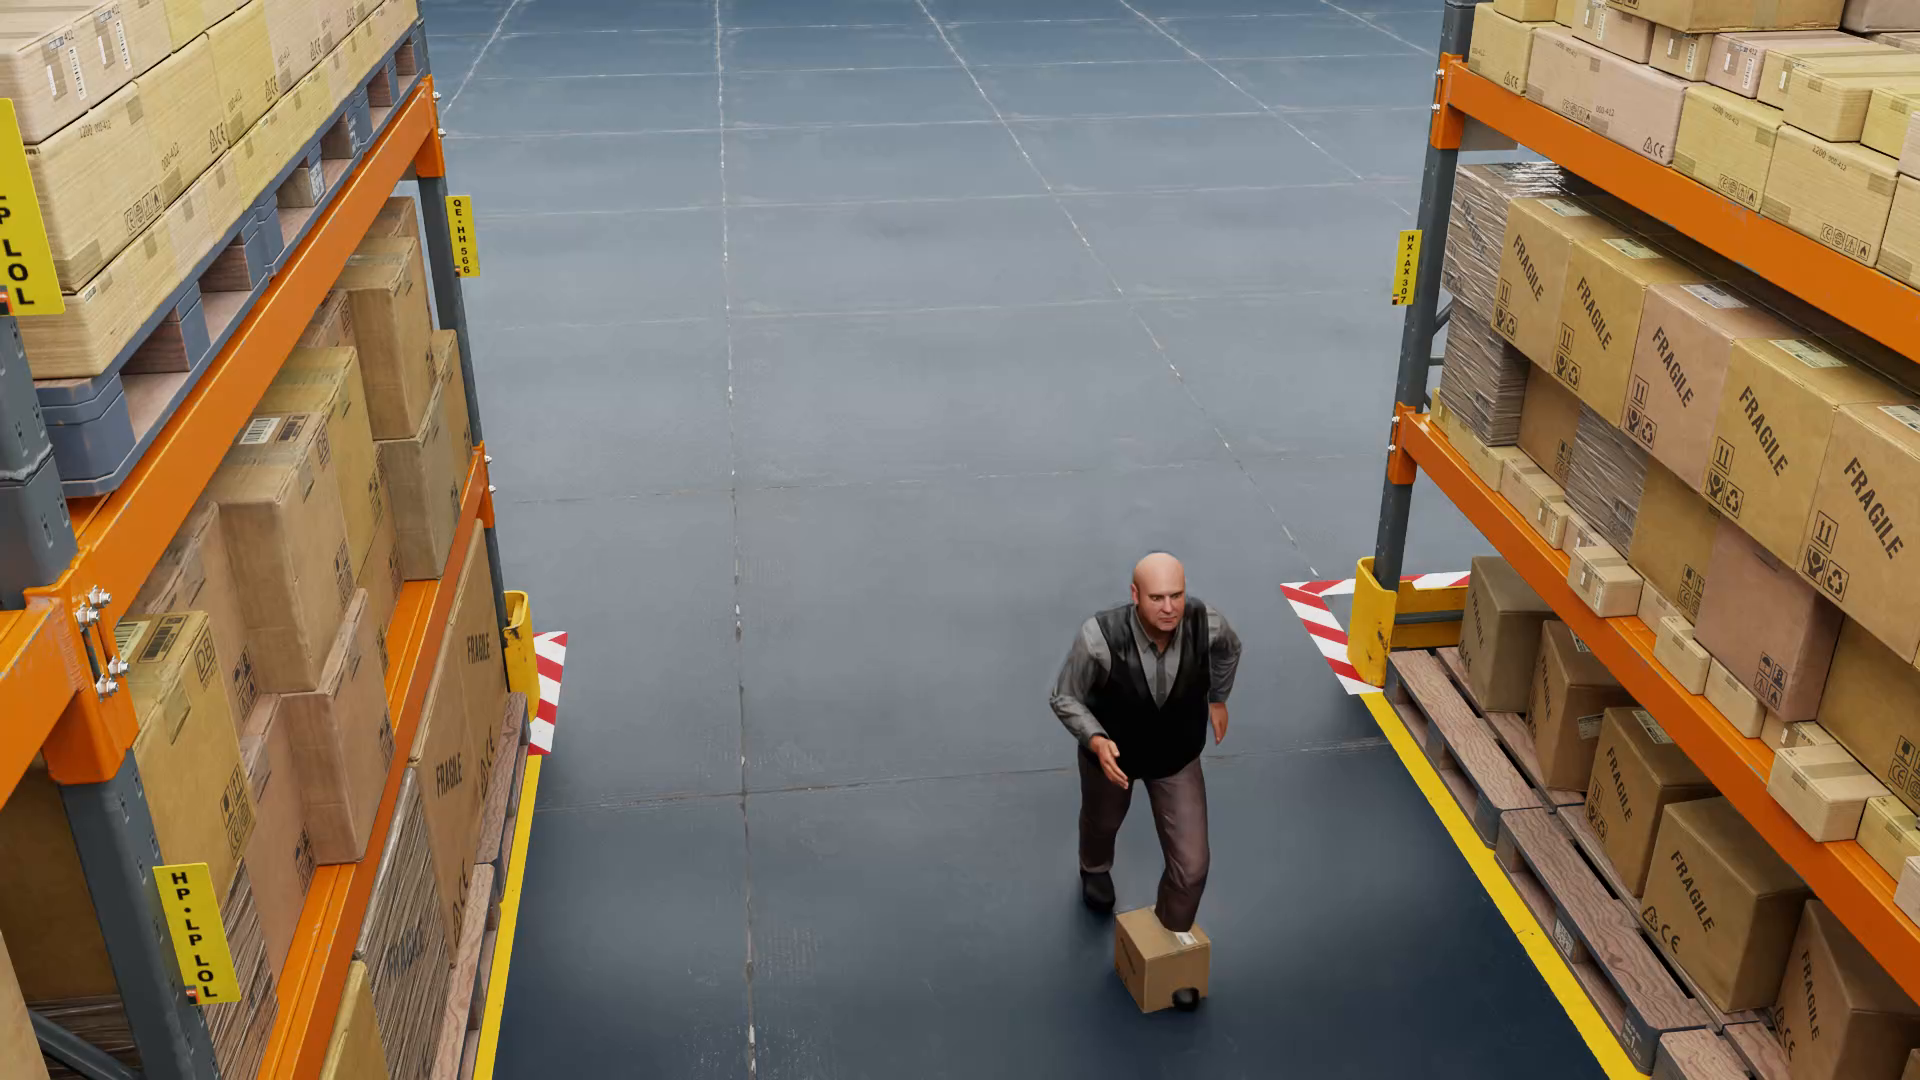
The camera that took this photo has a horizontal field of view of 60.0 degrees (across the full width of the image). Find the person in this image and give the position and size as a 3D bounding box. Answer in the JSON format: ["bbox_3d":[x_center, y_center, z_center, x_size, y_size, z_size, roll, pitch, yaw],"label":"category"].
[{"bbox_3d":[0.634,0.734,5.752,0.679,1.646,0.899,-1,27,-2],"label":"person"}]
